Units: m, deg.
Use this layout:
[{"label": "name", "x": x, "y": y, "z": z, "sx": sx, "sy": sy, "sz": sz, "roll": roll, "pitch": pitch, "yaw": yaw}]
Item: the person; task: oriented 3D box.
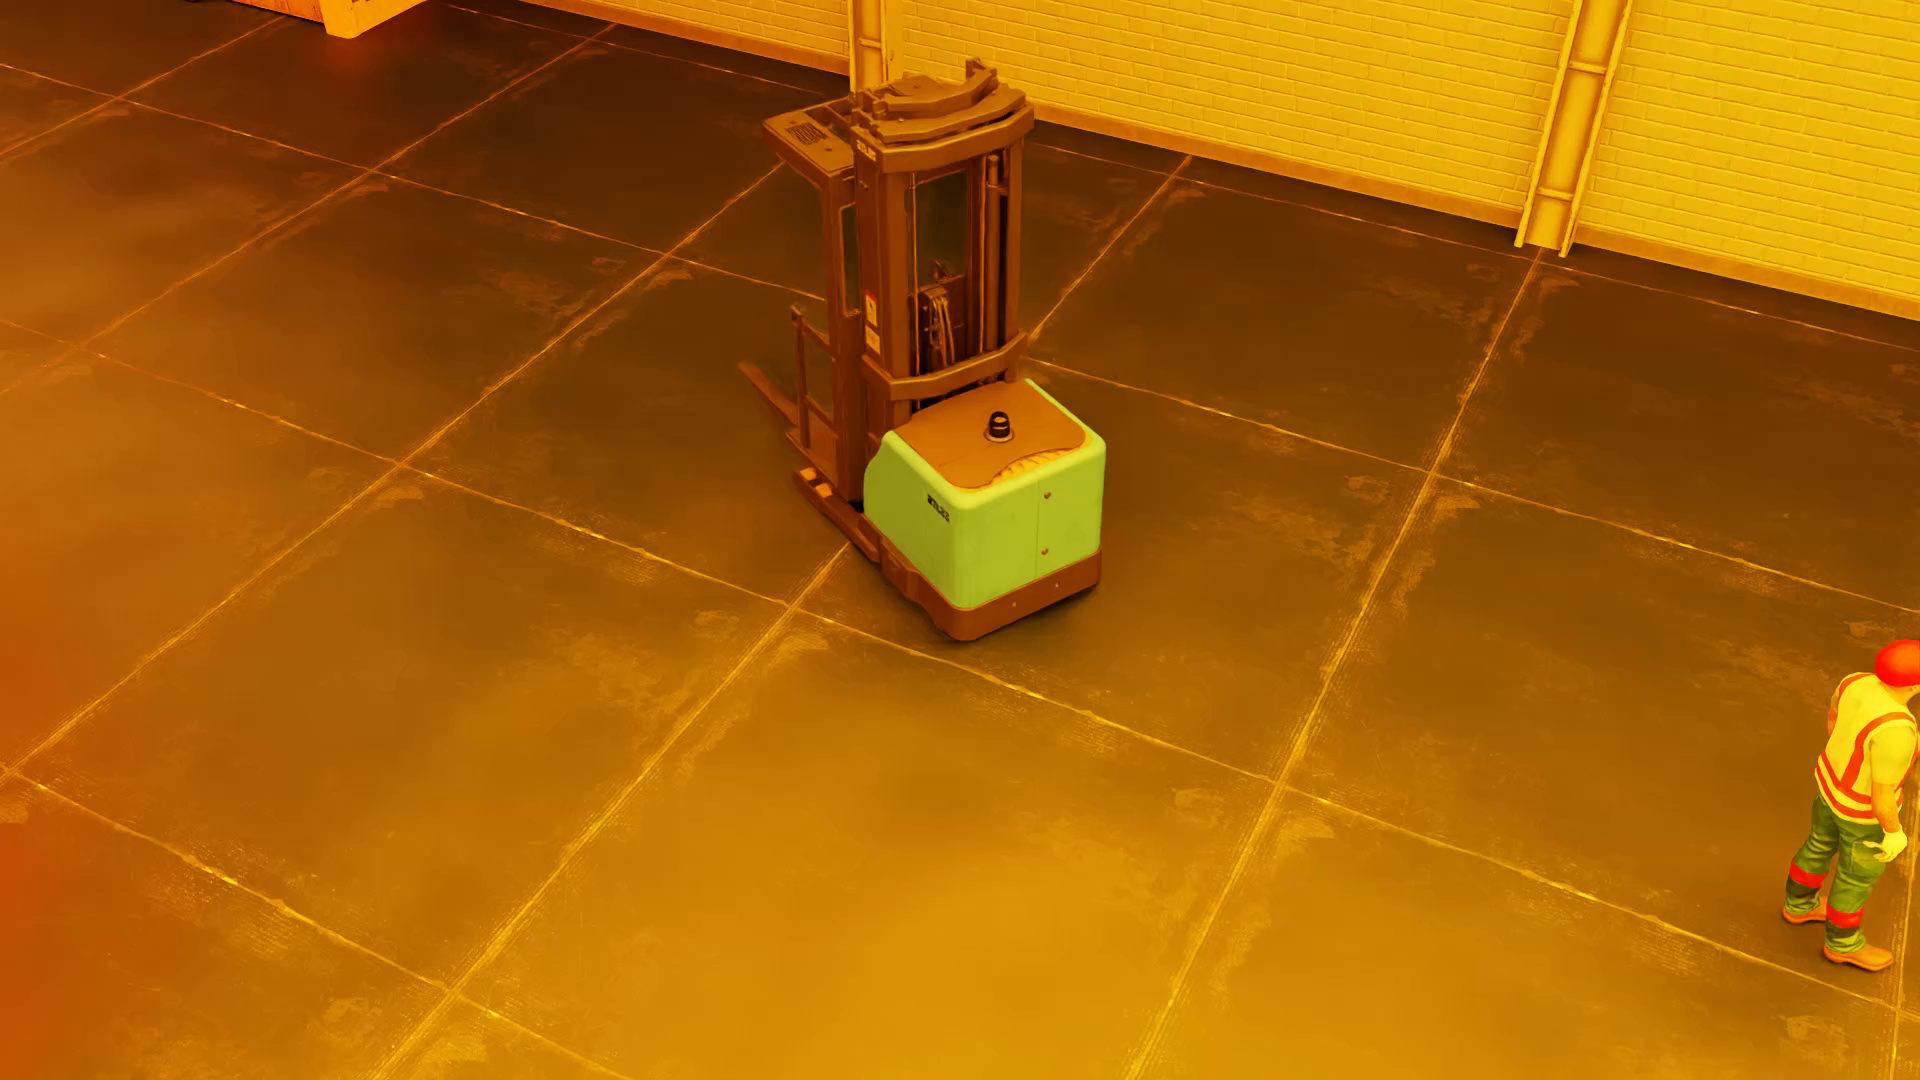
[{"label": "person", "x": 4.127, "y": 1.153, "z": 7.494, "sx": 0.564, "sy": 1.787, "sz": 0.638, "roll": 1, "pitch": 40, "yaw": 1}]

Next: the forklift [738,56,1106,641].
[{"label": "forklift", "x": -0.402, "y": -1.462, "z": 9.723, "sx": 1.130, "sy": 2.935, "sz": 3.031, "roll": -23, "pitch": 45, "yaw": -25}]
